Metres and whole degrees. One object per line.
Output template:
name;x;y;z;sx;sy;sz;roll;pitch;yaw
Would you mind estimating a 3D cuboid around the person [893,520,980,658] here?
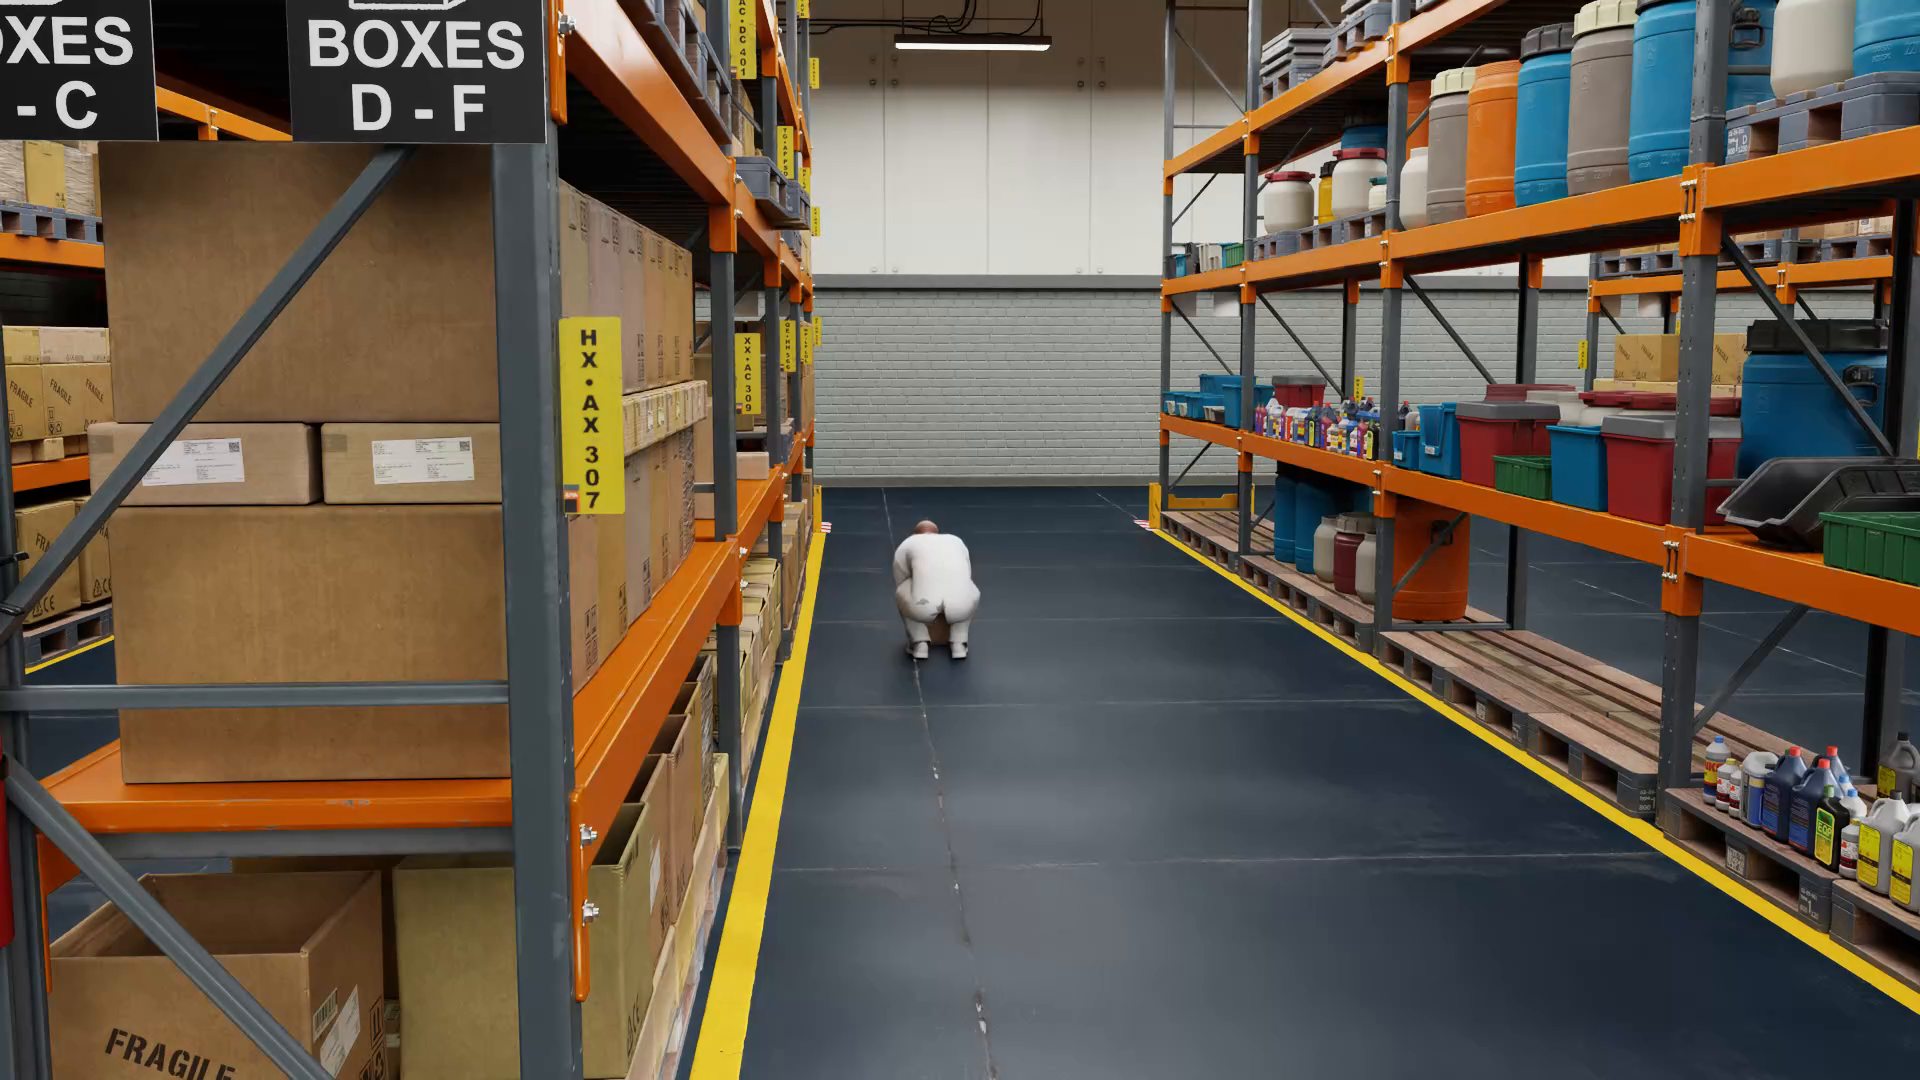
person;-0.160;0.340;11.369;0.594;0.887;0.905;0;7;-4
